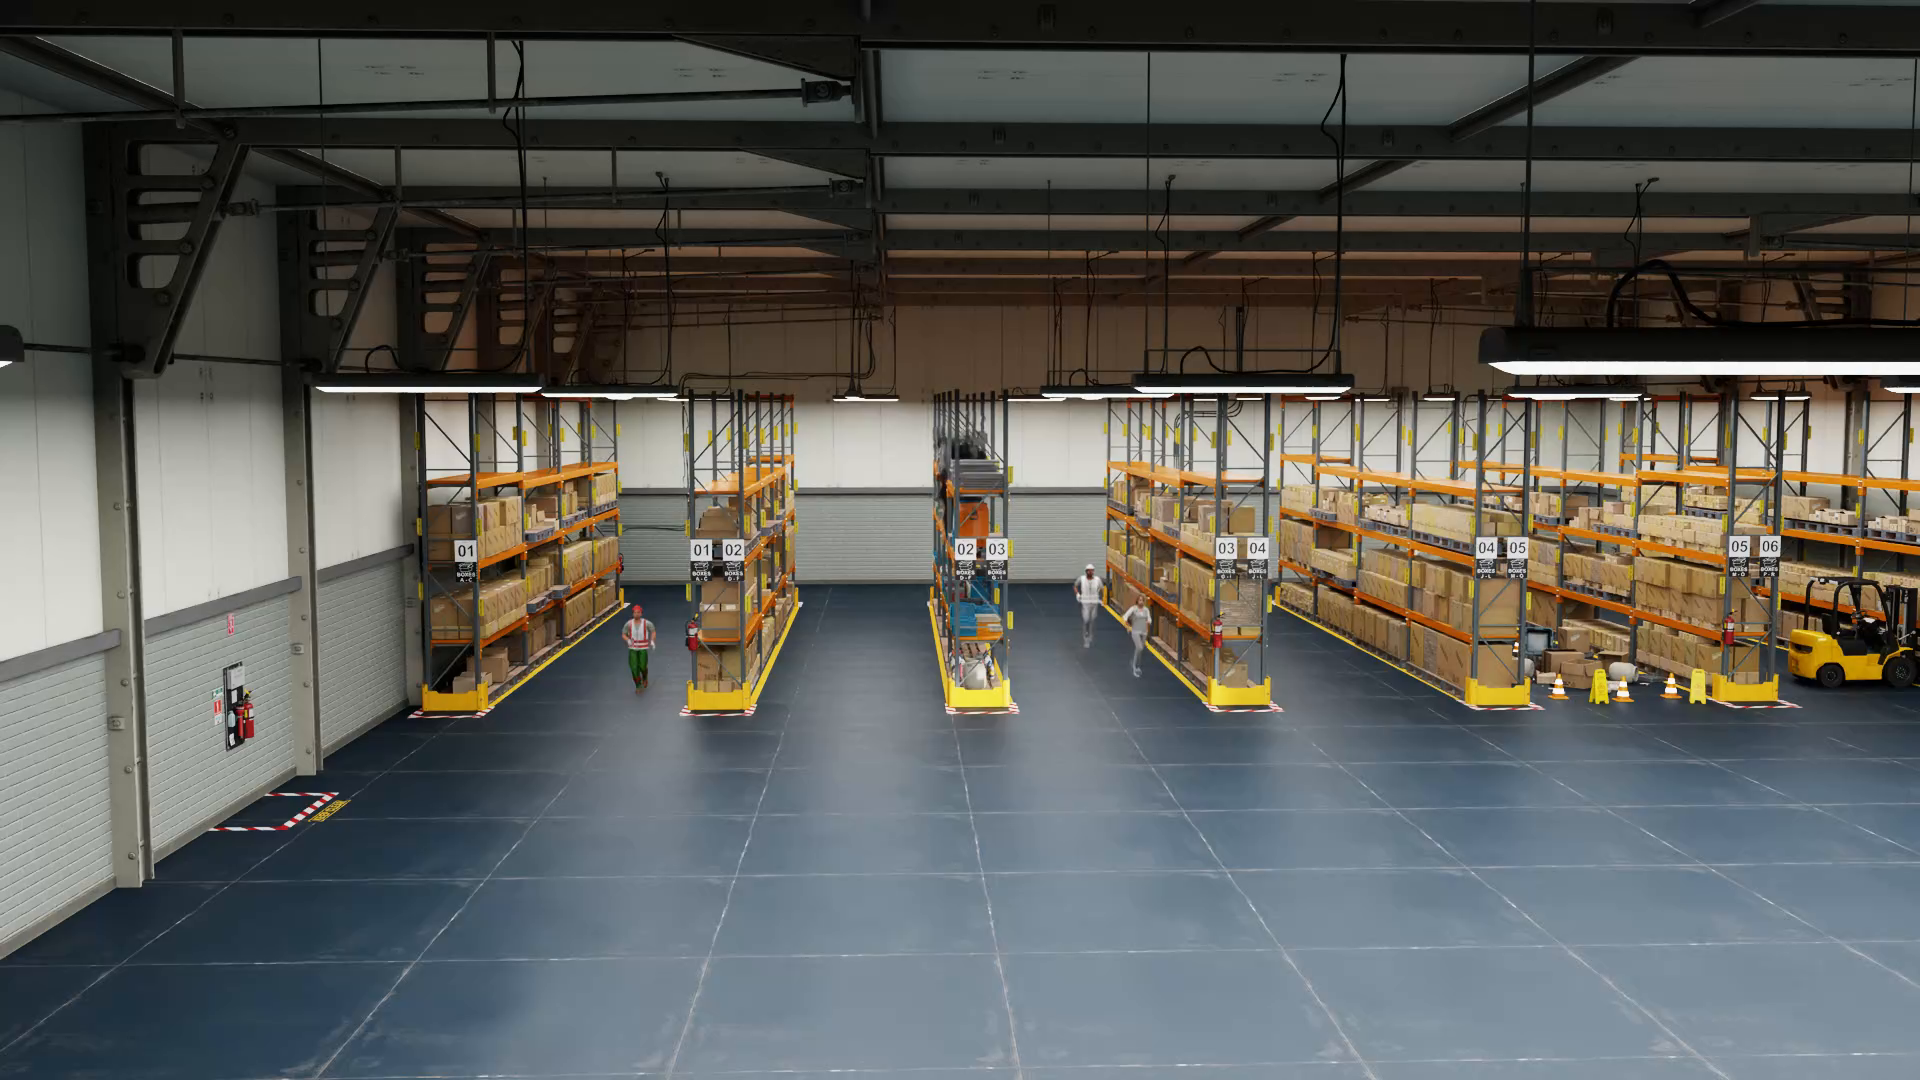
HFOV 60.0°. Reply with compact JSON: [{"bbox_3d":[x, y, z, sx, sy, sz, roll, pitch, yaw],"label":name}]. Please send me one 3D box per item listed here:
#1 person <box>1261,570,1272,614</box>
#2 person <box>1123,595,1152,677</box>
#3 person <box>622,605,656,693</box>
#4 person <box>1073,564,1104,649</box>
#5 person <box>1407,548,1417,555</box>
[{"bbox_3d":[7.796,1.334,43.204,0.681,1.725,0.594,-1,5,-7],"label":"person"},{"bbox_3d":[3.603,1.920,33.410,0.505,1.642,0.654,-2,5,-19],"label":"person"},{"bbox_3d":[-6.361,2.169,32.858,0.649,1.744,0.576,0,5,-3],"label":"person"},{"bbox_3d":[2.944,1.502,37.695,0.655,1.899,0.701,-1,5,-7],"label":"person"},{"bbox_3d":[13.367,0.871,49.245,0.862,1.683,0.627,0,5,-2],"label":"person"}]
